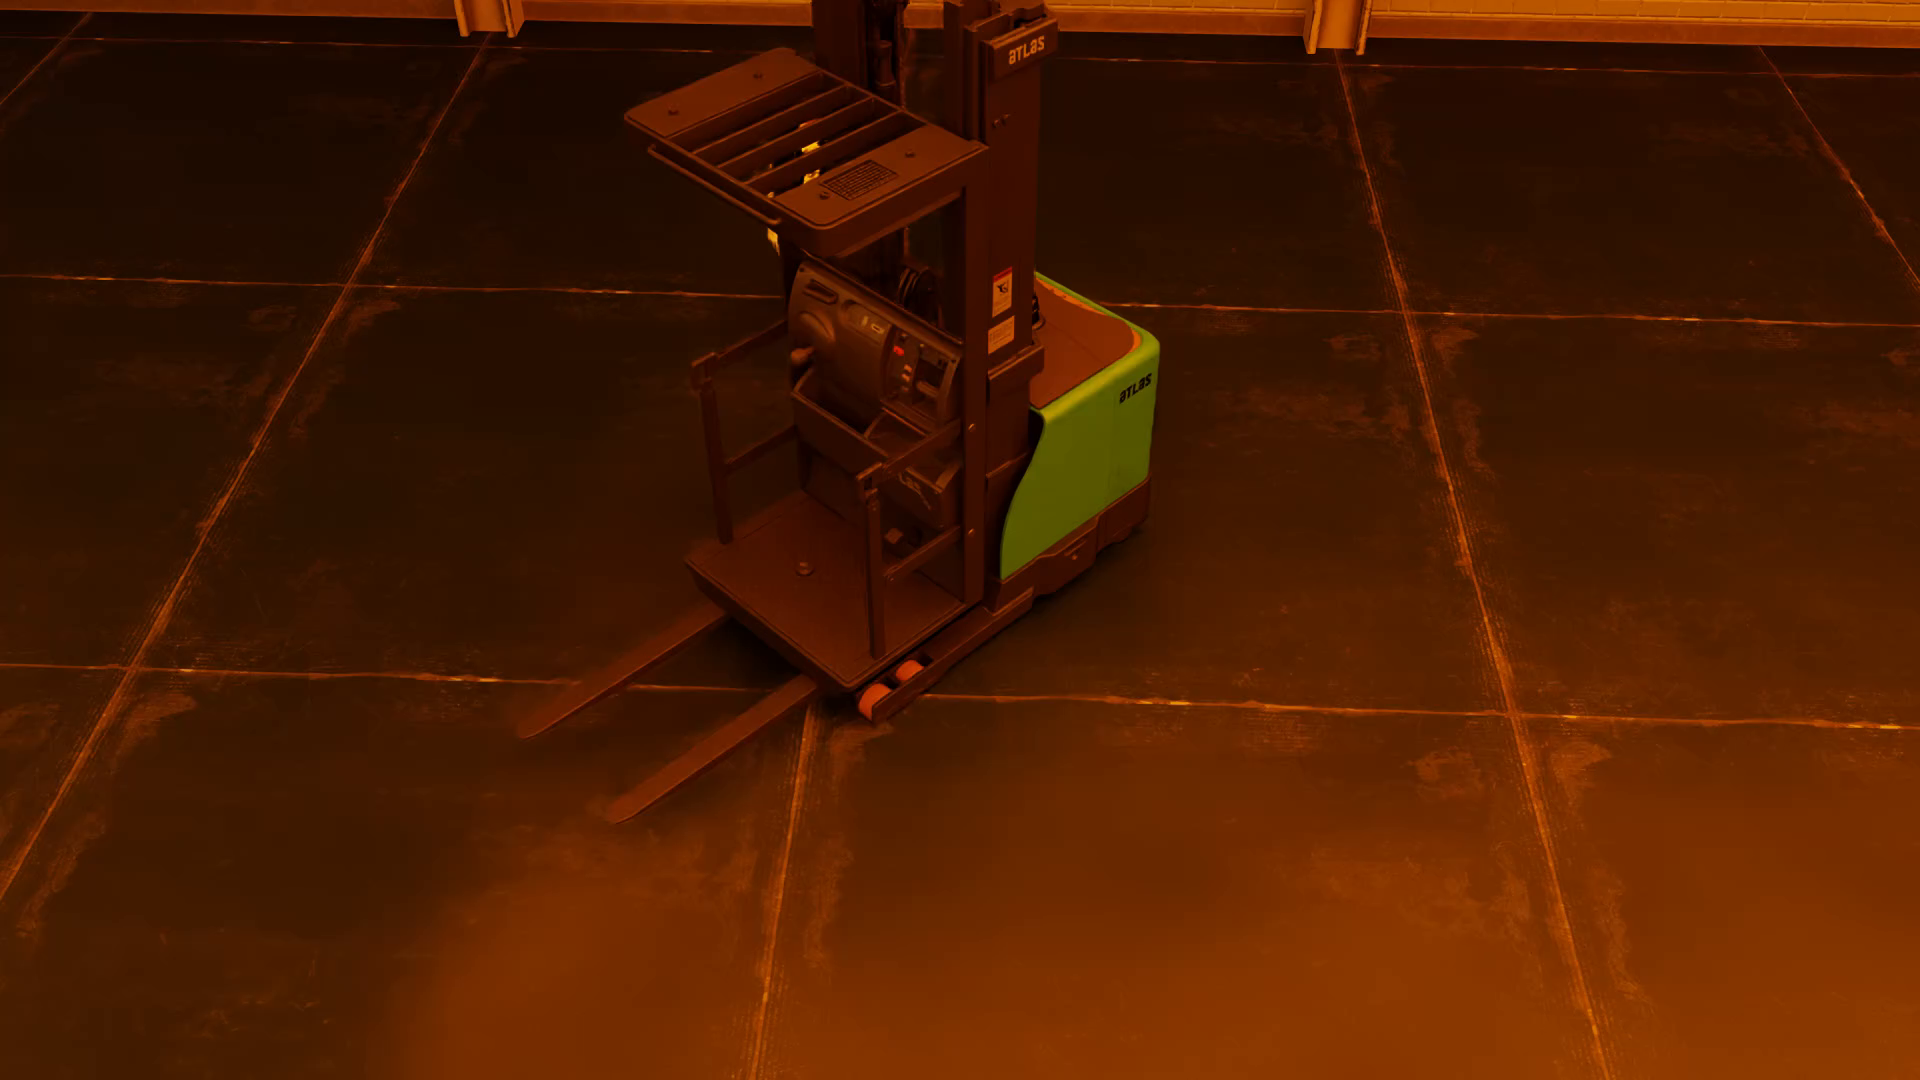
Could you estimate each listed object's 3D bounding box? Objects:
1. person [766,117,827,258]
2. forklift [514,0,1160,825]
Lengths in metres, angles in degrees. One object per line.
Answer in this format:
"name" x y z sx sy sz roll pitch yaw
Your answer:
"person" -0.643 -1.826 8.894 0.690 1.397 0.973 16 45 17
"forklift" -0.501 -0.703 6.512 3.031 2.935 1.130 -34 52 -31
